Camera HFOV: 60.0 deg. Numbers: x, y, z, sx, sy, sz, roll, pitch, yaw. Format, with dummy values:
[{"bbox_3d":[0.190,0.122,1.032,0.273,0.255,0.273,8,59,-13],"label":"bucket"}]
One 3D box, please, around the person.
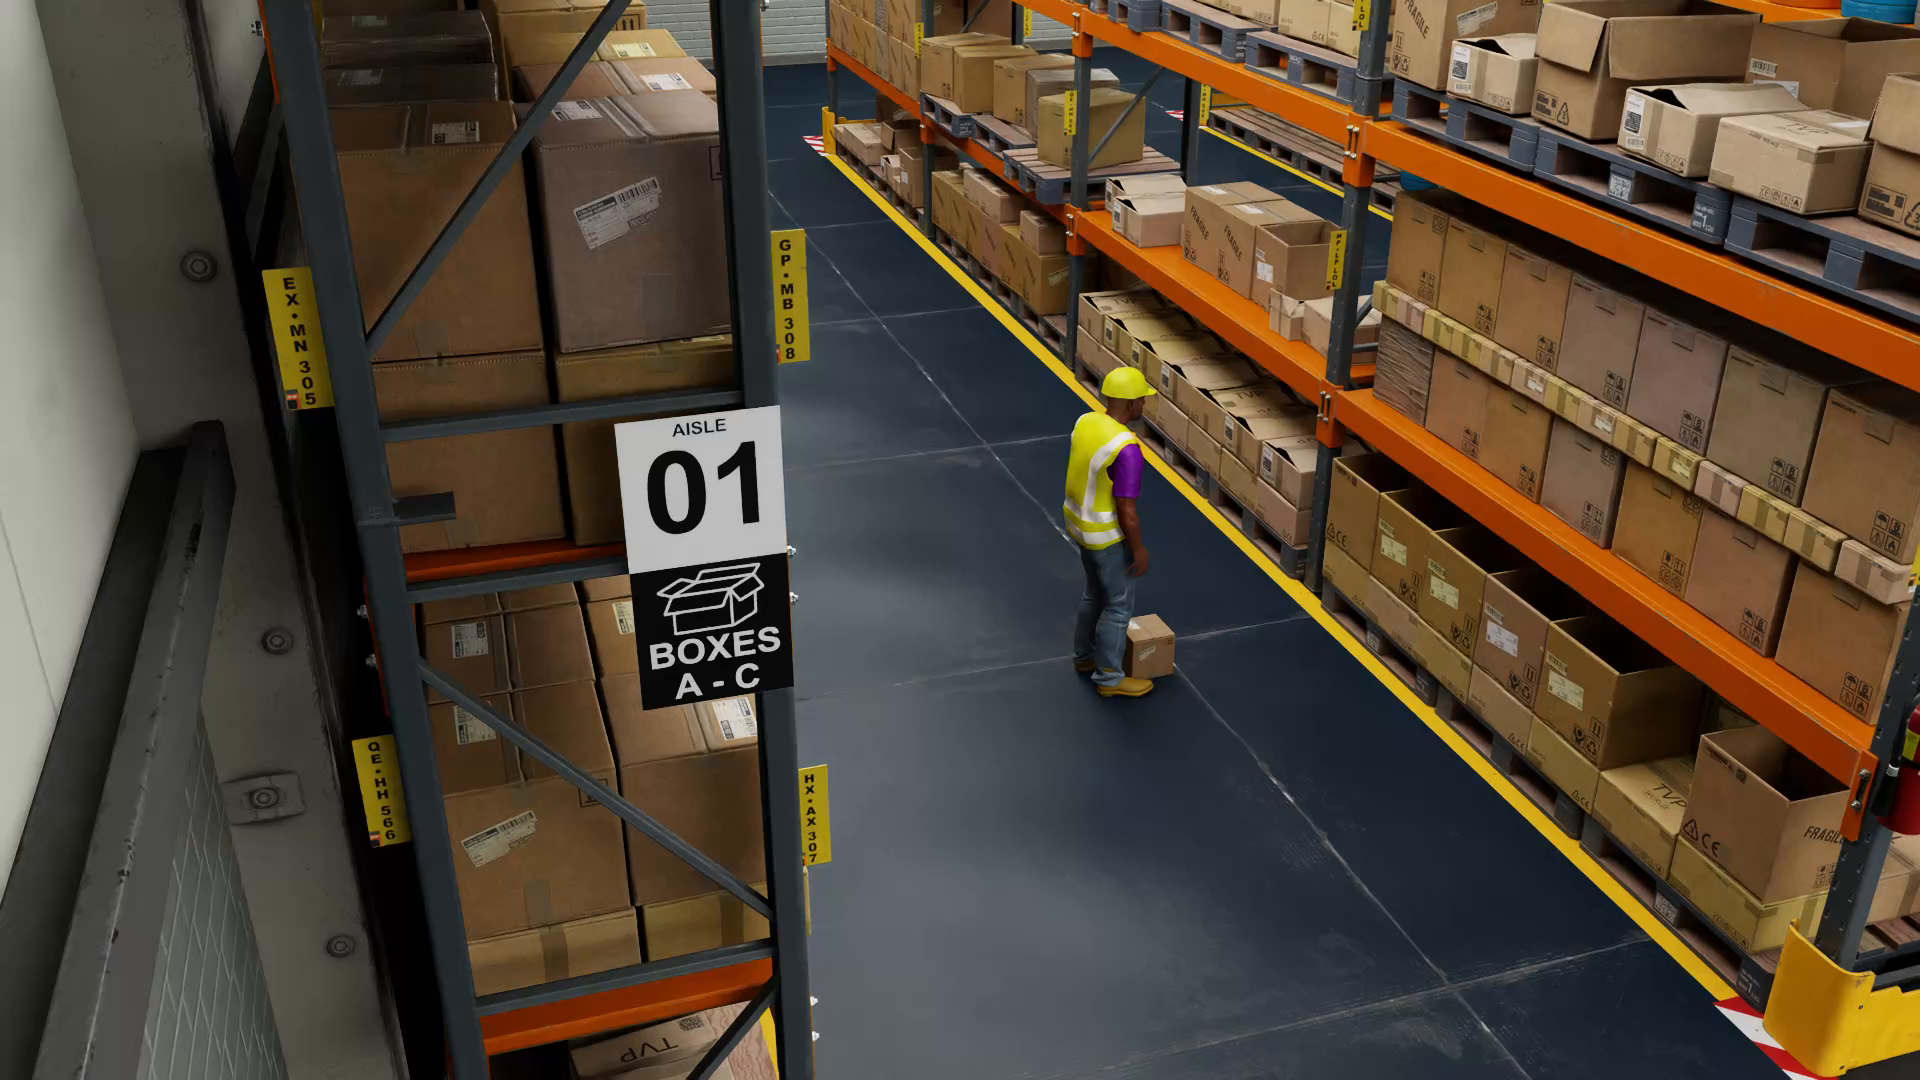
[{"bbox_3d":[0.787,-0.057,8.709,0.455,1.761,0.635,-10,28,-19],"label":"person"}]
